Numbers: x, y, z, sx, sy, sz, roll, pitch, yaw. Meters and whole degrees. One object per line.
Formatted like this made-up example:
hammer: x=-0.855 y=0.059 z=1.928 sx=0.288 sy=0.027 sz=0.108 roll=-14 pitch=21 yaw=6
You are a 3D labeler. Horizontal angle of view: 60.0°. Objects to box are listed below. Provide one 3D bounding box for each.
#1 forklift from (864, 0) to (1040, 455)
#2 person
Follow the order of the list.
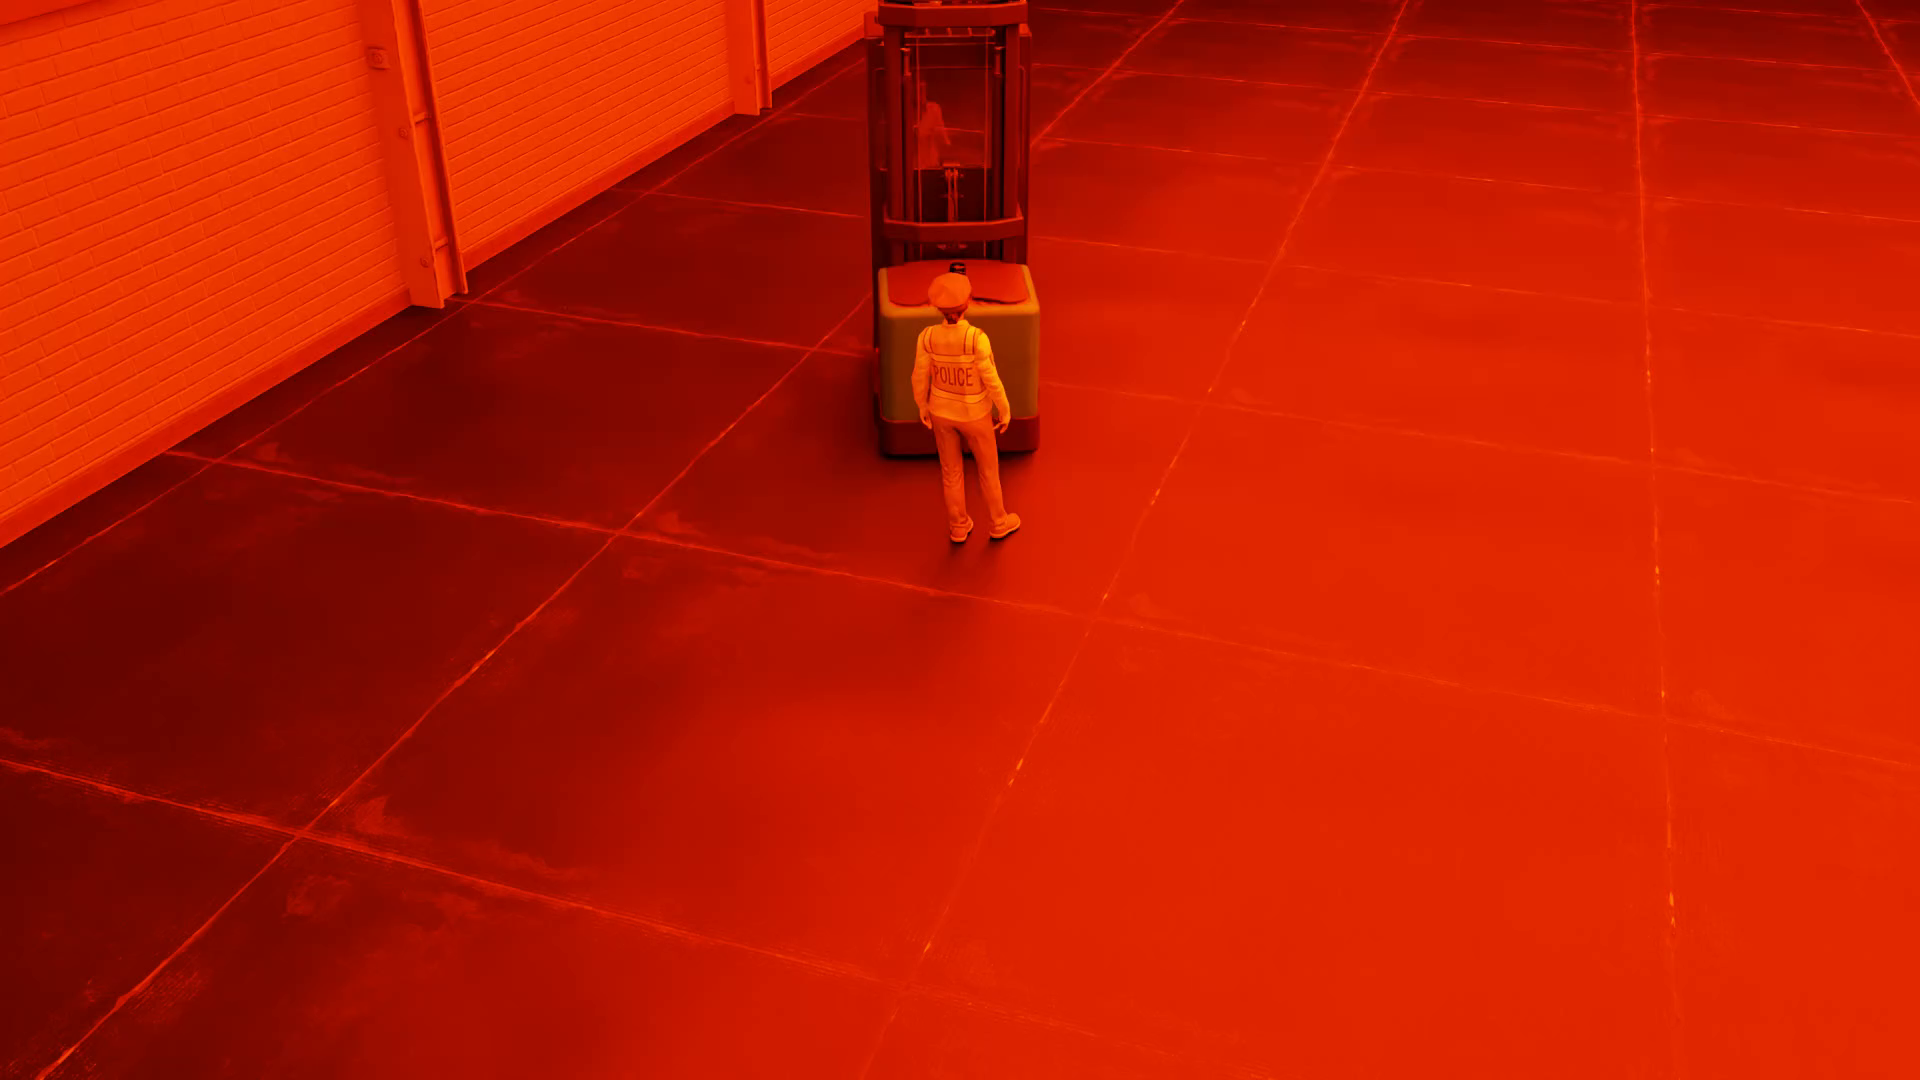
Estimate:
forklift: x=-0.090 y=-2.532 z=11.578 sx=1.130 sy=2.935 sz=3.031 roll=-2 pitch=30 yaw=-3
person: x=0.028 y=-0.773 z=9.728 sx=0.587 sy=1.695 sz=0.531 roll=10 pitch=31 yaw=16
